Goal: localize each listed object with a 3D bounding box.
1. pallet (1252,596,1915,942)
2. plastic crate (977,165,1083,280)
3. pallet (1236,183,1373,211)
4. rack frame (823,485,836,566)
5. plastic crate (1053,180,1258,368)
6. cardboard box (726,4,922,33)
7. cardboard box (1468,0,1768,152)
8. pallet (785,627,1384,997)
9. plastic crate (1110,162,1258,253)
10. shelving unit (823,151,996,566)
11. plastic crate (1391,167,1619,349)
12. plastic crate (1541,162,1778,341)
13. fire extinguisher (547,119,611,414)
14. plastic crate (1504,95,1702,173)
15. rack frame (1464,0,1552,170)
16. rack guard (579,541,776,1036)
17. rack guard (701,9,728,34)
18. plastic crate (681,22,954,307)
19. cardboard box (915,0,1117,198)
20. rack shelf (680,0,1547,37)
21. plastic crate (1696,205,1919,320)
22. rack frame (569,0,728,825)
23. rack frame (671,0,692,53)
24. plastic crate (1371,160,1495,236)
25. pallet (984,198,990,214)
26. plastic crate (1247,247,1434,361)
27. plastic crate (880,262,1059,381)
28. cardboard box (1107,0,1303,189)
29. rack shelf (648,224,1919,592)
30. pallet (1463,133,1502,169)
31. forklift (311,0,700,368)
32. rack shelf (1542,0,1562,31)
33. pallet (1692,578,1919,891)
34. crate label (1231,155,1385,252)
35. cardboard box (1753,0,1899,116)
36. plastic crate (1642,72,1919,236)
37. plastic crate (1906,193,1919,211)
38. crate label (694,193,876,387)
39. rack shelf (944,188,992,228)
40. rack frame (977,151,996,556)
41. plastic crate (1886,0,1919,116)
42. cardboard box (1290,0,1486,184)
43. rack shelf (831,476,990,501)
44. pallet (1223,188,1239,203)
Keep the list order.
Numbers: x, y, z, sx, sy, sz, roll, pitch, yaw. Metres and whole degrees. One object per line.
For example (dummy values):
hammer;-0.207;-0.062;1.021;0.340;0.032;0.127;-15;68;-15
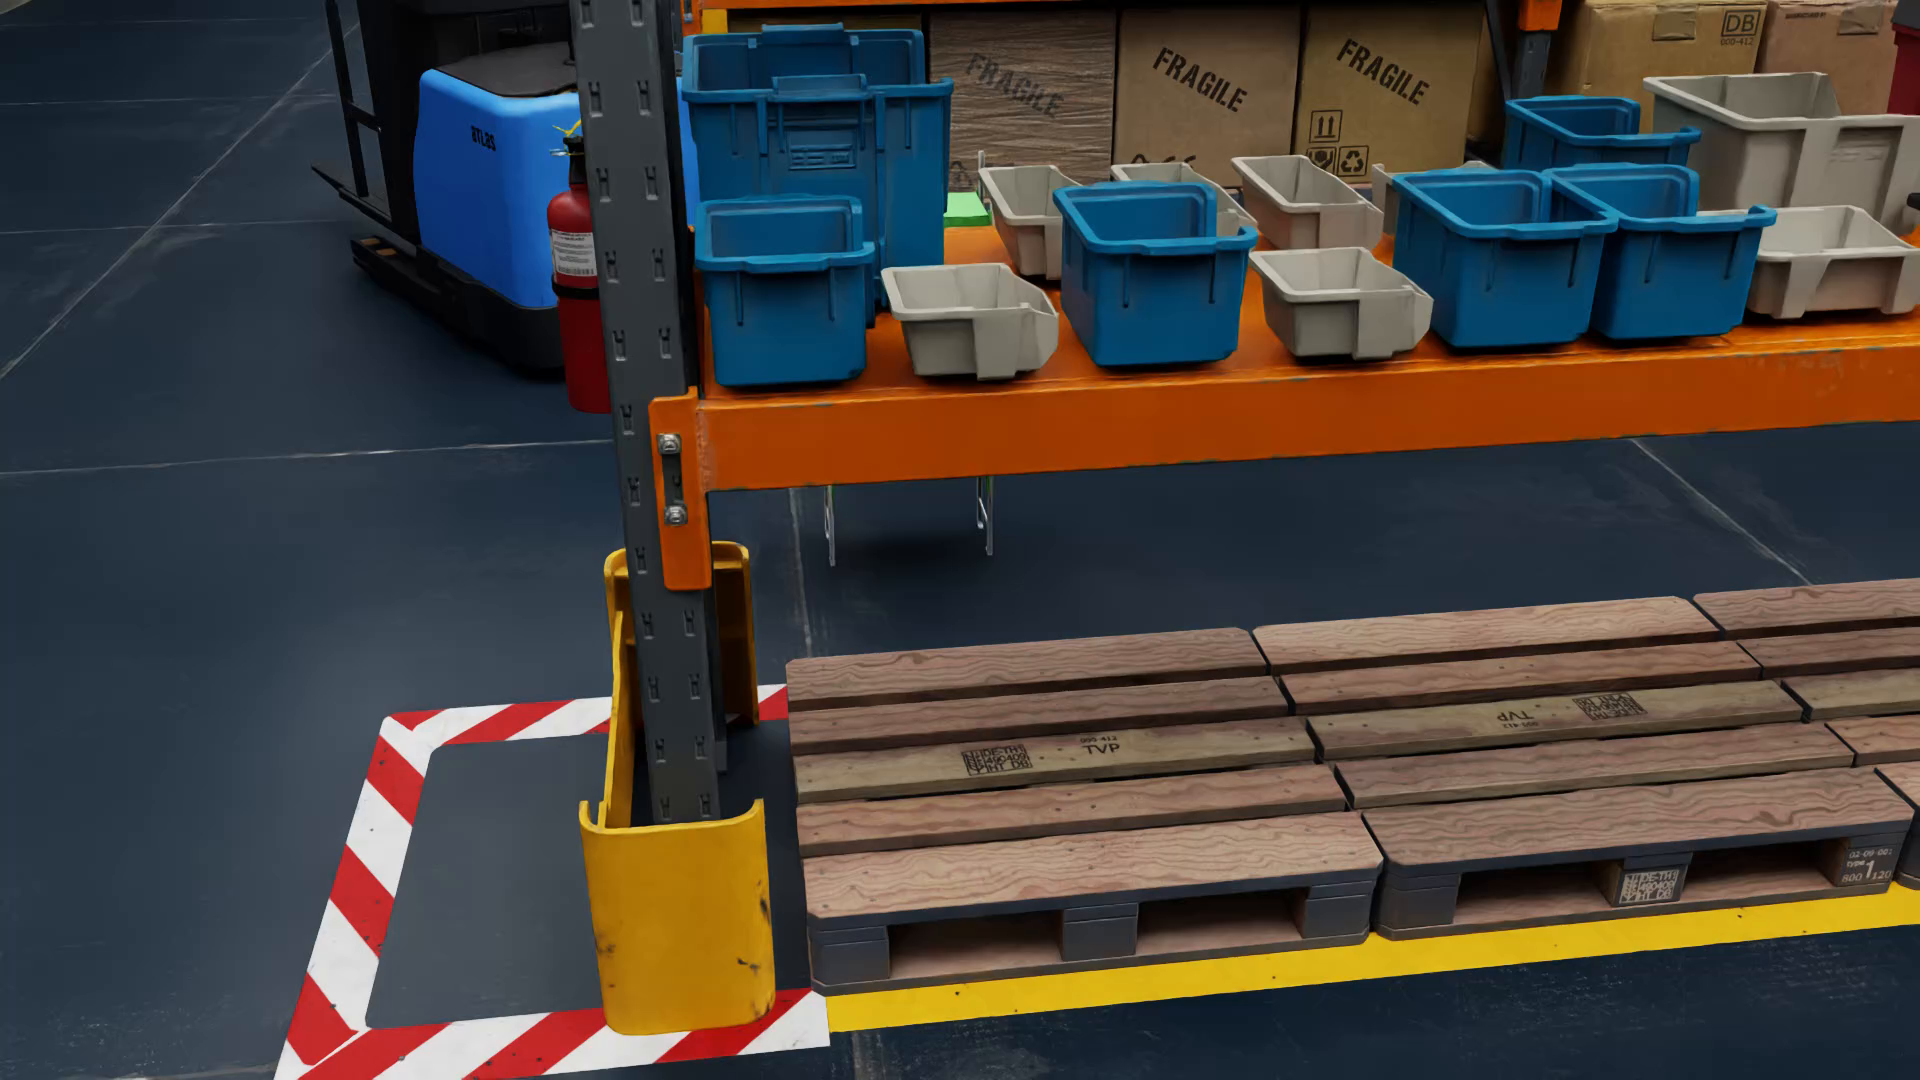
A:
pallet;1.428;0.507;4.032;1.213;0.211;1.003;-4;27;-7
plastic crate;0.183;-0.666;3.486;0.243;0.136;0.396;-4;27;-7
pallet;1.908;-1.863;8.649;1.213;0.211;1.003;-4;27;-7
rack frame;-0.406;-0.508;4.925;0.015;1.200;0.240;-4;27;-7
plastic crate;0.343;-0.484;3.025;0.300;0.233;0.416;-4;27;-7
cardboard box;-0.667;-2.181;8.081;0.875;0.875;0.875;-4;27;-7
cardboard box;3.302;-2.408;8.524;0.875;0.875;1.225;-4;27;-7
pallet;0.223;0.583;3.883;1.213;0.211;1.003;-4;27;-7
plastic crate;0.472;-0.678;3.509;0.243;0.136;0.396;-4;27;-7
shelving unit;-0.164;-0.523;4.956;0.503;1.200;0.258;-4;27;-7
plastic crate;0.995;-0.526;3.107;0.300;0.233;0.416;-4;27;-7
plastic crate;1.292;-0.545;3.144;0.300;0.233;0.416;-4;27;-7
fire extinguisher;-0.812;-0.619;3.663;0.183;0.674;0.296;-4;27;-7
plastic crate;1.398;-0.822;3.684;0.300;0.233;0.416;-4;27;-7
rack frame;2.671;-3.117;8.038;0.127;3.000;1.000;-4;27;-7
rack guard;-0.621;0.496;3.735;0.348;0.500;1.175;-4;27;-7
rack guard;-1.805;-4.003;12.505;0.348;0.500;1.175;-4;27;-7
plastic crate;-0.294;-0.771;3.363;0.499;0.435;0.616;-4;27;-7
cardboard box;0.234;-2.238;8.194;0.875;0.875;0.875;-4;27;-7
rack shelf;0.691;-2.669;7.955;4.000;0.370;1.077;-4;27;-7
plastic crate;1.679;-0.540;3.240;0.466;0.136;0.293;-4;27;-7
rack frame;-0.600;-0.623;3.179;0.127;3.000;1.000;-4;27;-7
rack frame;-1.290;-2.862;7.542;0.127;3.000;1.000;-4;27;-7
plastic crate;1.035;-0.734;3.618;0.250;0.136;0.298;-4;27;-7
pallet;-0.509;-1.708;8.347;1.213;0.211;1.003;-4;27;-7
plastic crate;0.692;-0.425;3.017;0.298;0.136;0.250;-4;27;-7
plastic crate;0.020;-0.382;2.932;0.298;0.136;0.250;-4;27;-7
cardboard box;1.115;-2.295;8.304;0.875;0.875;0.875;-4;27;-7
rack shelf;1.381;-0.430;3.591;4.000;0.370;1.077;-4;27;-7
pallet;3.425;-1.959;8.837;1.213;0.211;1.003;-4;27;-7
forklift;-2.128;-2.571;7.050;1.130;2.935;3.031;-19;33;-33
rack shelf;4.652;-2.924;8.450;4.000;0.370;1.077;-4;27;-7
pallet;2.639;0.427;4.186;1.213;0.211;1.003;-4;27;-7
crate label;0.744;-0.707;3.565;0.243;0.136;0.396;-4;27;-7
cardboard box;4.187;-2.465;8.636;0.875;0.875;1.225;-5;28;-9
plastic crate;1.824;-0.838;3.661;0.530;0.282;0.437;-4;27;-7
plastic crate;2.291;-0.589;3.348;0.590;0.125;0.437;-4;27;-7
crate label;-0.309;-0.442;2.944;0.303;0.233;0.416;-4;27;-7
rack shelf;-0.164;-0.894;4.766;0.480;0.148;0.258;-4;27;-7
rack frame;0.078;-0.539;4.986;0.015;1.200;0.240;-4;27;-7
plastic crate;2.442;-0.989;3.756;0.583;0.464;0.402;-4;27;-7
cardboard box;2.007;-2.352;8.416;0.875;0.875;0.875;-4;27;-7
rack shelf;-0.164;-0.253;5.094;0.480;0.148;0.258;-4;27;-7
pallet;0.697;-1.784;8.495;1.213;0.211;1.003;-4;27;-7
